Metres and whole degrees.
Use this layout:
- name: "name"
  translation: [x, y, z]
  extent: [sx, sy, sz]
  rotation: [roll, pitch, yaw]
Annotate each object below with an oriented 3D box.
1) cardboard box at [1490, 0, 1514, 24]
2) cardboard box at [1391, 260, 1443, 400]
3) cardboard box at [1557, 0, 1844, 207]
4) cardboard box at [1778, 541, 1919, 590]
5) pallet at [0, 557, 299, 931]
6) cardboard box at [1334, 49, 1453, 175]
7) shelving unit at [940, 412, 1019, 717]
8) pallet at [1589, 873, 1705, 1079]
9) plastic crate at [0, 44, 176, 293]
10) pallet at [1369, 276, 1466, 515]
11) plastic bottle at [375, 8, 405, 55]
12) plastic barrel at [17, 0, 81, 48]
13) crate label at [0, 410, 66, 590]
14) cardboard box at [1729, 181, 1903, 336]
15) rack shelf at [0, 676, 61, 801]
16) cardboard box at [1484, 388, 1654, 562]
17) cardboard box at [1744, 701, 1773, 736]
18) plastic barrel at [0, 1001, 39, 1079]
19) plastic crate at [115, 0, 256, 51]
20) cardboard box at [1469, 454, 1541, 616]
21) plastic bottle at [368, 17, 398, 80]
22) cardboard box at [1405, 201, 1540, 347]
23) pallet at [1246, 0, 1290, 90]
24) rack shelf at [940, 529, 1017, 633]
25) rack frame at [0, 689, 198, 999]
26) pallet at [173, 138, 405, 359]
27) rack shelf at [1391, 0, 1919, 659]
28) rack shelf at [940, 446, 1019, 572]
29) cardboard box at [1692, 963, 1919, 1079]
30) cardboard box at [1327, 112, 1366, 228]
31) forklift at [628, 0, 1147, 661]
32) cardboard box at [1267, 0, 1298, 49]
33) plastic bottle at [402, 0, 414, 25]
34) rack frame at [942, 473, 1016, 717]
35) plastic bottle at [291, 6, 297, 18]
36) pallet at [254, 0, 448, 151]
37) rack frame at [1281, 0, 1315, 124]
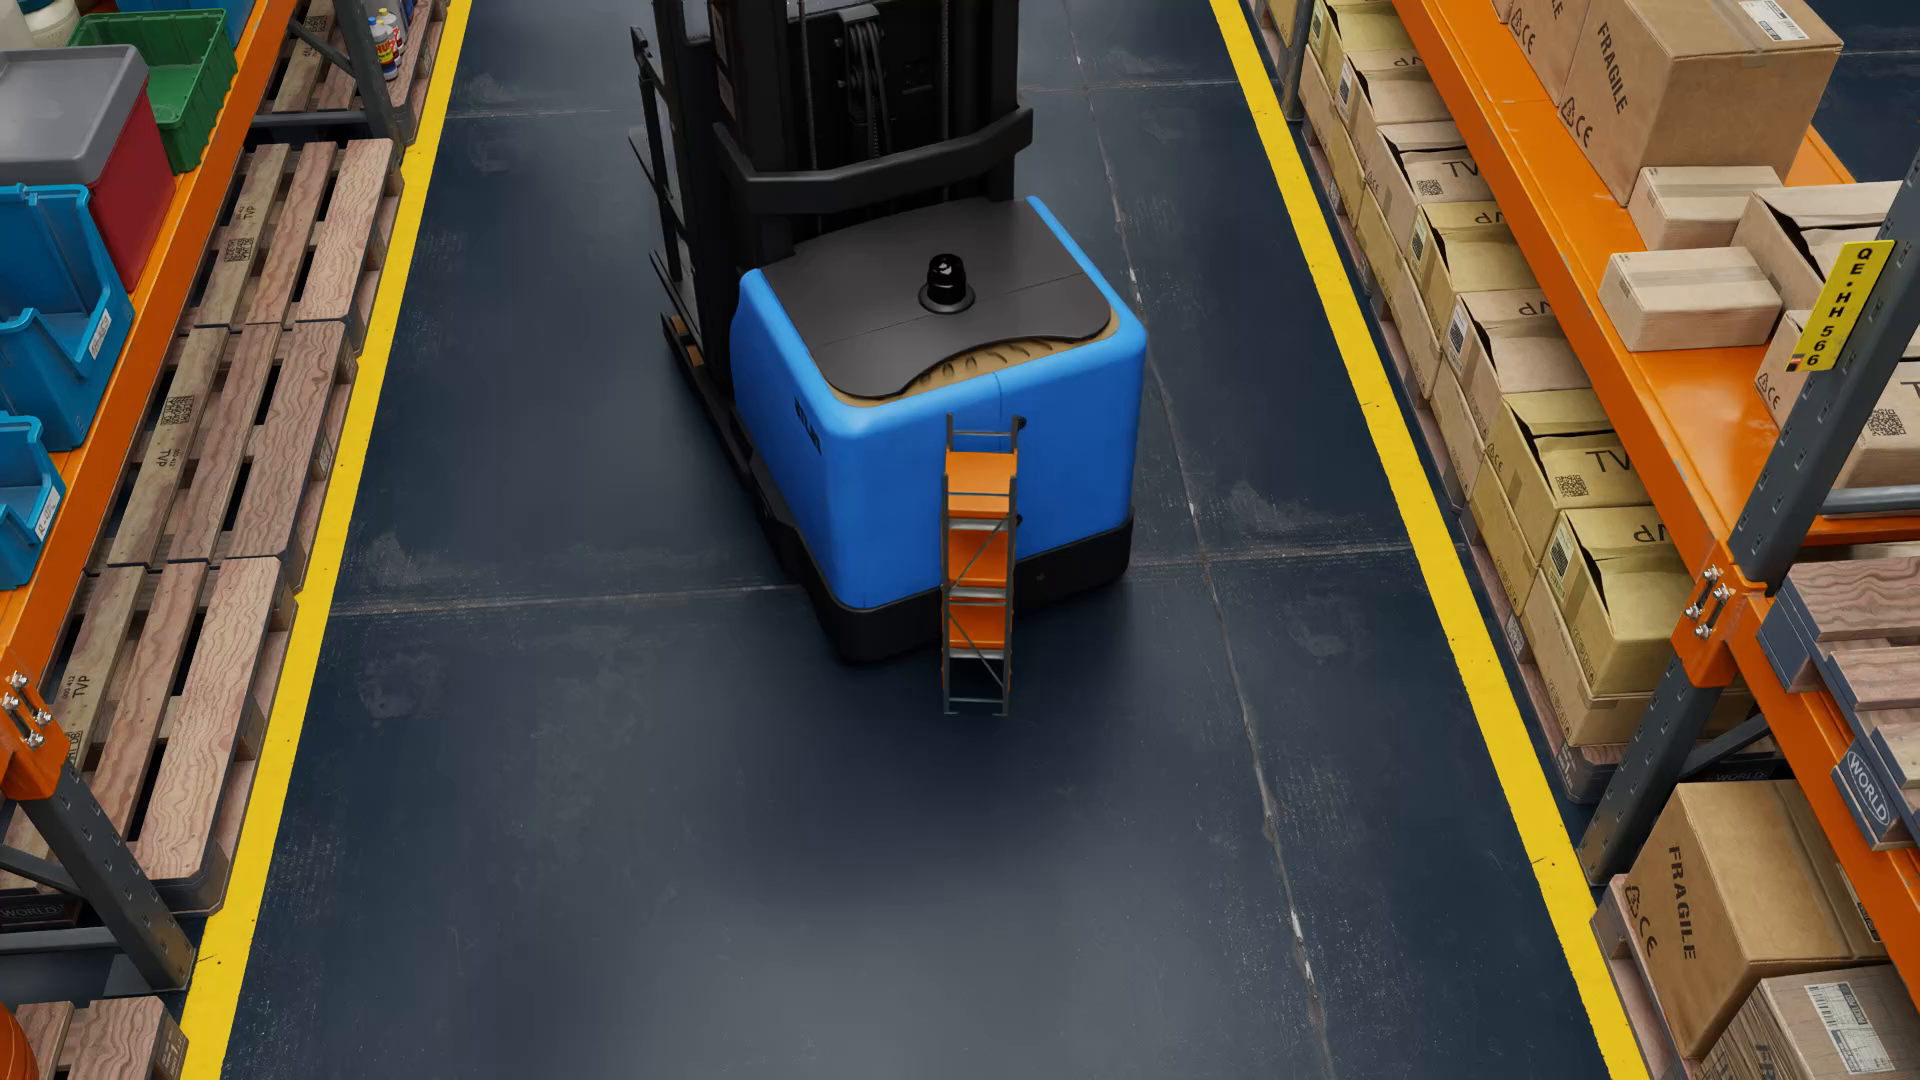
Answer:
- name: "cardboard box"
  translation: [2.065, -2.092, 5.596]
  extent: [0.500, 0.500, 0.500]
  rotation: [0, 47, 0]
- name: "cardboard box"
  translation: [1.889, -0.775, 6.022]
  extent: [0.500, 0.250, 0.500]
  rotation: [-3, 47, -3]
- name: "cardboard box"
  translation: [2.151, -1.349, 4.893]
  extent: [0.500, 0.500, 0.500]
  rotation: [-6, 47, -5]
- name: "cardboard box"
  translation: [2.557, 0.110, 4.798]
  extent: [0.500, 0.311, 0.500]
  rotation: [-2, 47, -2]
- name: "pallet"
  translation: [-2.654, 0.593, 5.043]
  extent: [1.003, 0.211, 1.213]
  rotation: [-3, 47, -3]
- name: "cardboard box"
  translation: [1.796, -1.710, 6.522]
  extent: [0.500, 0.311, 0.500]
  rotation: [-4, 47, -4]
- name: "shelving unit"
  translation: [0.056, 0.099, 4.932]
  extent: [0.215, 1.050, 0.252]
  rotation: [2, 47, 2]
- name: "pallet"
  translation: [2.333, 1.400, 4.279]
  extent: [1.003, 0.211, 1.213]
  rotation: [-3, 47, -3]
- name: "plastic crate"
  translation: [-2.458, -1.013, 4.599]
  extent: [0.402, 0.464, 0.583]
  rotation: [-3, 47, -3]
- name: "pallet"
  translation: [2.179, -0.621, 6.193]
  extent: [1.003, 0.211, 1.213]
  rotation: [-3, 47, -3]
- name: "plastic bottle"
  translation: [-2.570, -2.290, 7.478]
  extent: [0.097, 0.201, 0.097]
  rotation: [0, 47, 0]
- name: "plastic barrel"
  translation: [-3.005, -1.682, 5.373]
  extent: [0.301, 0.262, 0.301]
  rotation: [0, 47, 0]
- name: "crate label"
  translation: [-2.290, -0.073, 3.868]
  extent: [0.303, 0.233, 0.416]
  rotation: [-3, 47, -3]
- name: "cardboard box"
  translation: [2.426, -0.730, 4.436]
  extent: [0.500, 0.311, 0.500]
  rotation: [-4, 47, -4]
- name: "rack shelf"
  translation: [-2.461, 1.891, 2.388]
  extent: [1.077, 0.370, 4.000]
  rotation: [-3, 47, -3]
- name: "cardboard box"
  translation: [1.969, -0.233, 5.123]
  extent: [0.500, 0.311, 0.500]
  rotation: [-4, 47, -4]
- name: "cardboard box"
  translation: [2.557, 0.303, 5.002]
  extent: [0.500, 0.250, 0.500]
  rotation: [-4, 47, -3]
- name: "plastic barrel"
  translation: [-2.570, 1.152, 3.799]
  extent: [0.600, 0.830, 0.708]
  rotation: [-3, 47, -3]
- name: "plastic crate"
  translation: [-2.561, -1.912, 5.506]
  extent: [0.392, 0.384, 0.575]
  rotation: [-3, 47, -3]
- name: "cardboard box"
  translation: [1.974, -0.039, 5.325]
  extent: [0.500, 0.250, 0.500]
  rotation: [-4, 47, -4]
- name: "plastic bottle"
  translation: [-2.553, -2.167, 7.313]
  extent: [0.097, 0.271, 0.097]
  rotation: [0, 47, 0]
- name: "cardboard box"
  translation: [1.890, -0.961, 5.812]
  extent: [0.500, 0.311, 0.500]
  rotation: [-2, 47, -2]
- name: "pallet"
  translation: [1.948, -2.614, 8.081]
  extent: [1.003, 0.211, 1.213]
  rotation: [-3, 47, -3]
- name: "rack shelf"
  translation: [0.056, 0.106, 4.940]
  extent: [0.215, 0.259, 0.240]
  rotation: [2, 47, 2]
- name: "rack frame"
  translation: [-2.628, 0.197, 3.497]
  extent: [1.000, 3.000, 0.127]
  rotation: [-3, 47, -3]
- name: "pallet"
  translation: [-2.859, -1.172, 6.715]
  extent: [1.003, 0.211, 1.213]
  rotation: [-3, 47, -3]
- name: "rack shelf"
  translation: [2.141, -1.301, 5.412]
  extent: [1.077, 0.370, 4.000]
  rotation: [-3, 47, -3]
- name: "rack shelf"
  translation: [0.057, -0.089, 4.734]
  extent: [0.215, 0.259, 0.240]
  rotation: [2, 47, 2]
- name: "cardboard box"
  translation: [2.111, 1.332, 3.841]
  extent: [0.500, 0.500, 0.500]
  rotation: [-5, 47, -5]
- name: "cardboard box"
  translation: [1.802, -1.517, 6.726]
  extent: [0.500, 0.250, 0.500]
  rotation: [-2, 47, -2]
- name: "forklift"
  translation: [-0.493, -1.706, 5.347]
  extent: [1.130, 2.935, 3.031]
  rotation: [-18, 49, -16]
- name: "cardboard box"
  translation: [1.717, -2.516, 7.672]
  extent: [0.500, 0.250, 0.500]
  rotation: [-3, 47, -3]
- name: "plastic bottle"
  translation: [-2.617, -2.547, 7.617]
  extent: [0.144, 0.351, 0.185]
  rotation: [-2, 47, -2]
- name: "rack frame"
  translation: [0.051, 0.187, 4.848]
  extent: [0.200, 1.050, 0.008]
  rotation: [2, 47, 2]
- name: "plastic bottle"
  translation: [-3.175, -2.526, 7.649]
  extent: [0.152, 0.276, 0.135]
  rotation: [-3, 47, -3]
- name: "pallet"
  translation: [-2.978, -2.227, 7.713]
  extent: [1.003, 0.211, 1.213]
  rotation: [-3, 47, -3]
- name: "rack frame"
  translation: [1.973, -2.995, 6.521]
  extent: [1.000, 3.000, 0.127]
  rotation: [-3, 47, -3]
